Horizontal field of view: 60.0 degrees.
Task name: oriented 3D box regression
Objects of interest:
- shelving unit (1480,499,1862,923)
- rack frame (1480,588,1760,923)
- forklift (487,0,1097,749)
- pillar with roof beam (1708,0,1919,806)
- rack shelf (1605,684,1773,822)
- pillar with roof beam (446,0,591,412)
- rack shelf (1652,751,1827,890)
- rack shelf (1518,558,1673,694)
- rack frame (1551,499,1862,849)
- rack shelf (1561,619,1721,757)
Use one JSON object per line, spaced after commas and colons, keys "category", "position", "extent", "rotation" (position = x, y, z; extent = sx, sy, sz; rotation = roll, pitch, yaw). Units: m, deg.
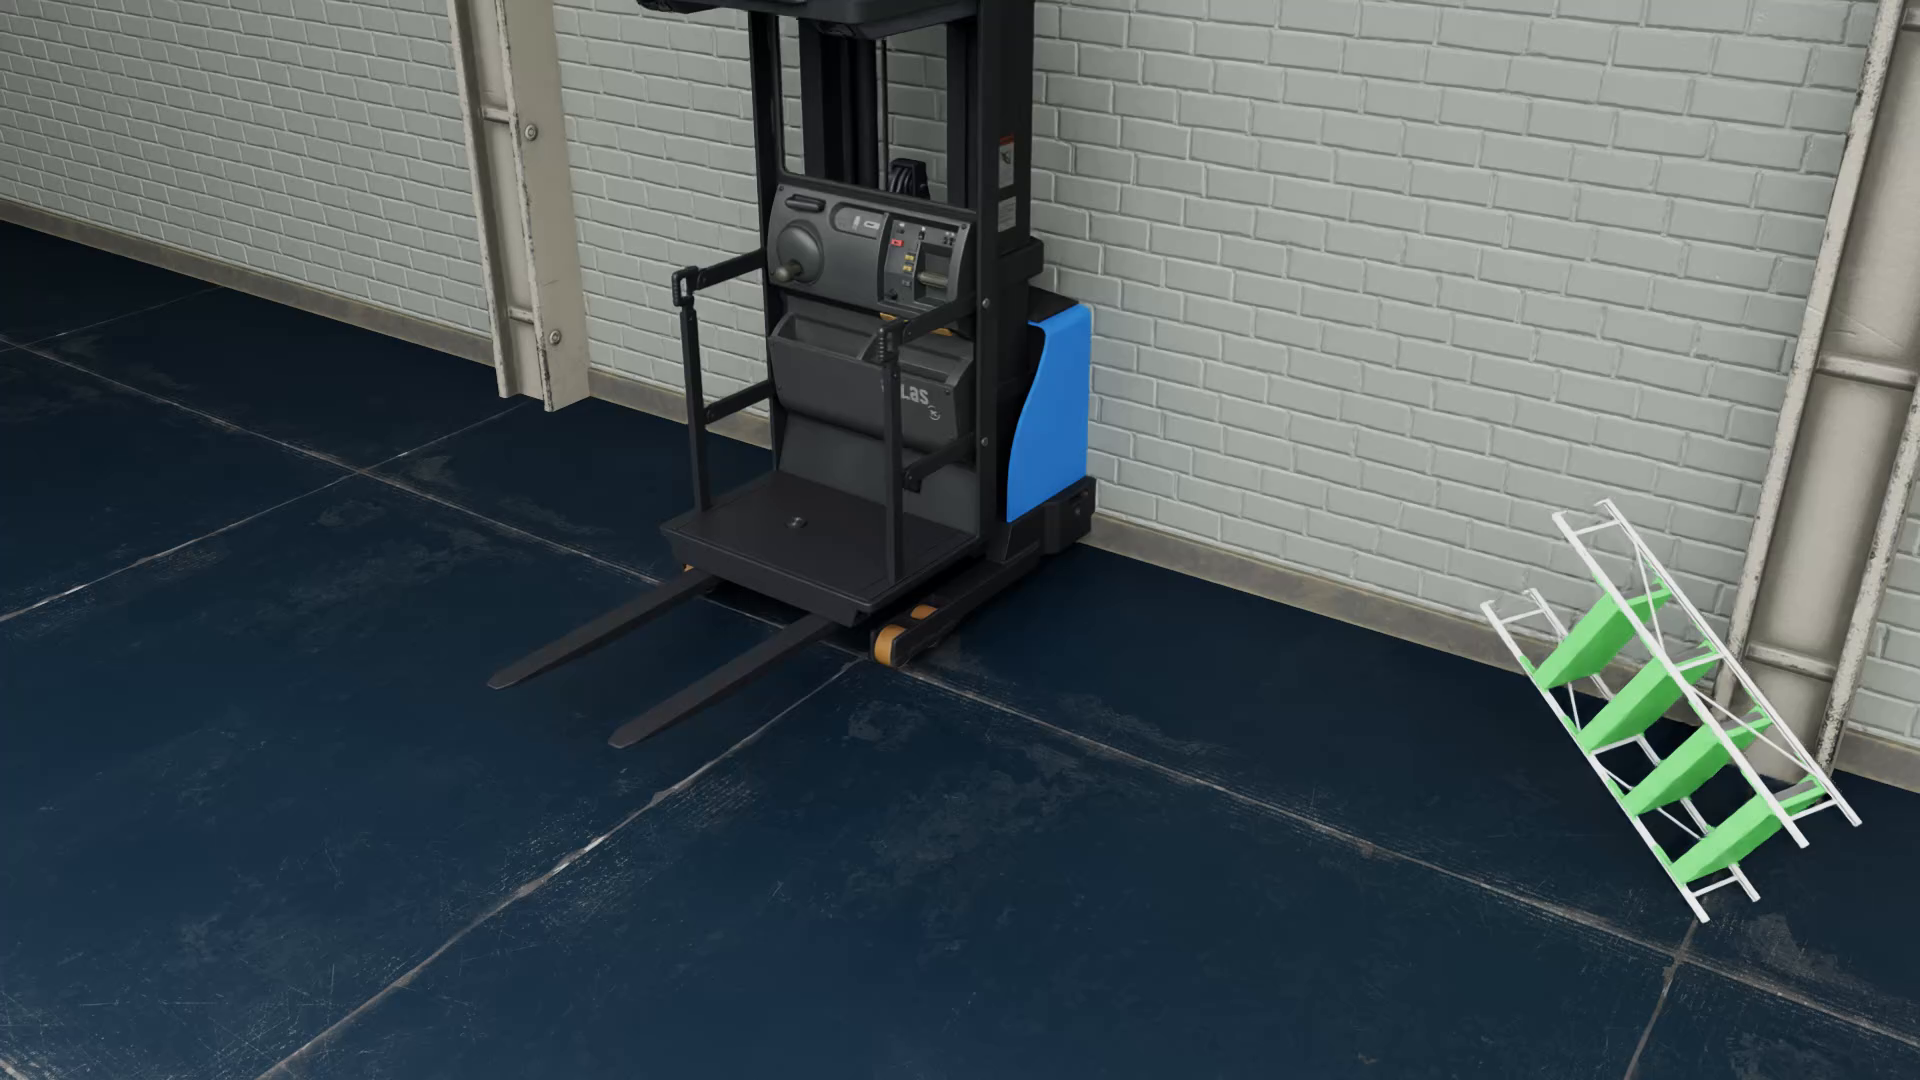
{"category": "shelving unit", "position": [2.140, 0.508, 5.123], "extent": [0.258, 0.503, 1.200], "rotation": [-13, 58, -24]}
{"category": "rack frame", "position": [2.087, 0.655, 5.311], "extent": [0.240, 0.015, 1.200], "rotation": [-13, 58, -24]}
{"category": "forklift", "position": [-0.479, -1.070, 6.121], "extent": [1.130, 2.935, 3.031], "rotation": [19, 32, 32]}
{"category": "pillar with roof beam", "position": [0.334, -1.625, 0.522], "extent": [0.400, 9.000, 9.100], "rotation": [17, 32, 30]}
{"category": "rack shelf", "position": [2.211, 0.644, 5.037], "extent": [0.258, 0.480, 0.148], "rotation": [-13, 58, -24]}
{"category": "pillar with roof beam", "position": [-4.612, -3.166, 3.549], "extent": [0.400, 9.000, 9.100], "rotation": [17, 32, 30]}
{"category": "rack shelf", "position": [2.308, 0.830, 4.920], "extent": [0.258, 0.480, 0.148], "rotation": [-13, 58, -24]}
{"category": "rack shelf", "position": [2.018, 0.273, 5.272], "extent": [0.258, 0.480, 0.148], "rotation": [-13, 58, -24]}
{"category": "rack frame", "position": [2.193, 0.361, 4.936], "extent": [0.240, 0.015, 1.200], "rotation": [-13, 58, -24]}
{"category": "rack shelf", "position": [2.114, 0.459, 5.155], "extent": [0.258, 0.480, 0.148], "rotation": [-13, 58, -24]}
